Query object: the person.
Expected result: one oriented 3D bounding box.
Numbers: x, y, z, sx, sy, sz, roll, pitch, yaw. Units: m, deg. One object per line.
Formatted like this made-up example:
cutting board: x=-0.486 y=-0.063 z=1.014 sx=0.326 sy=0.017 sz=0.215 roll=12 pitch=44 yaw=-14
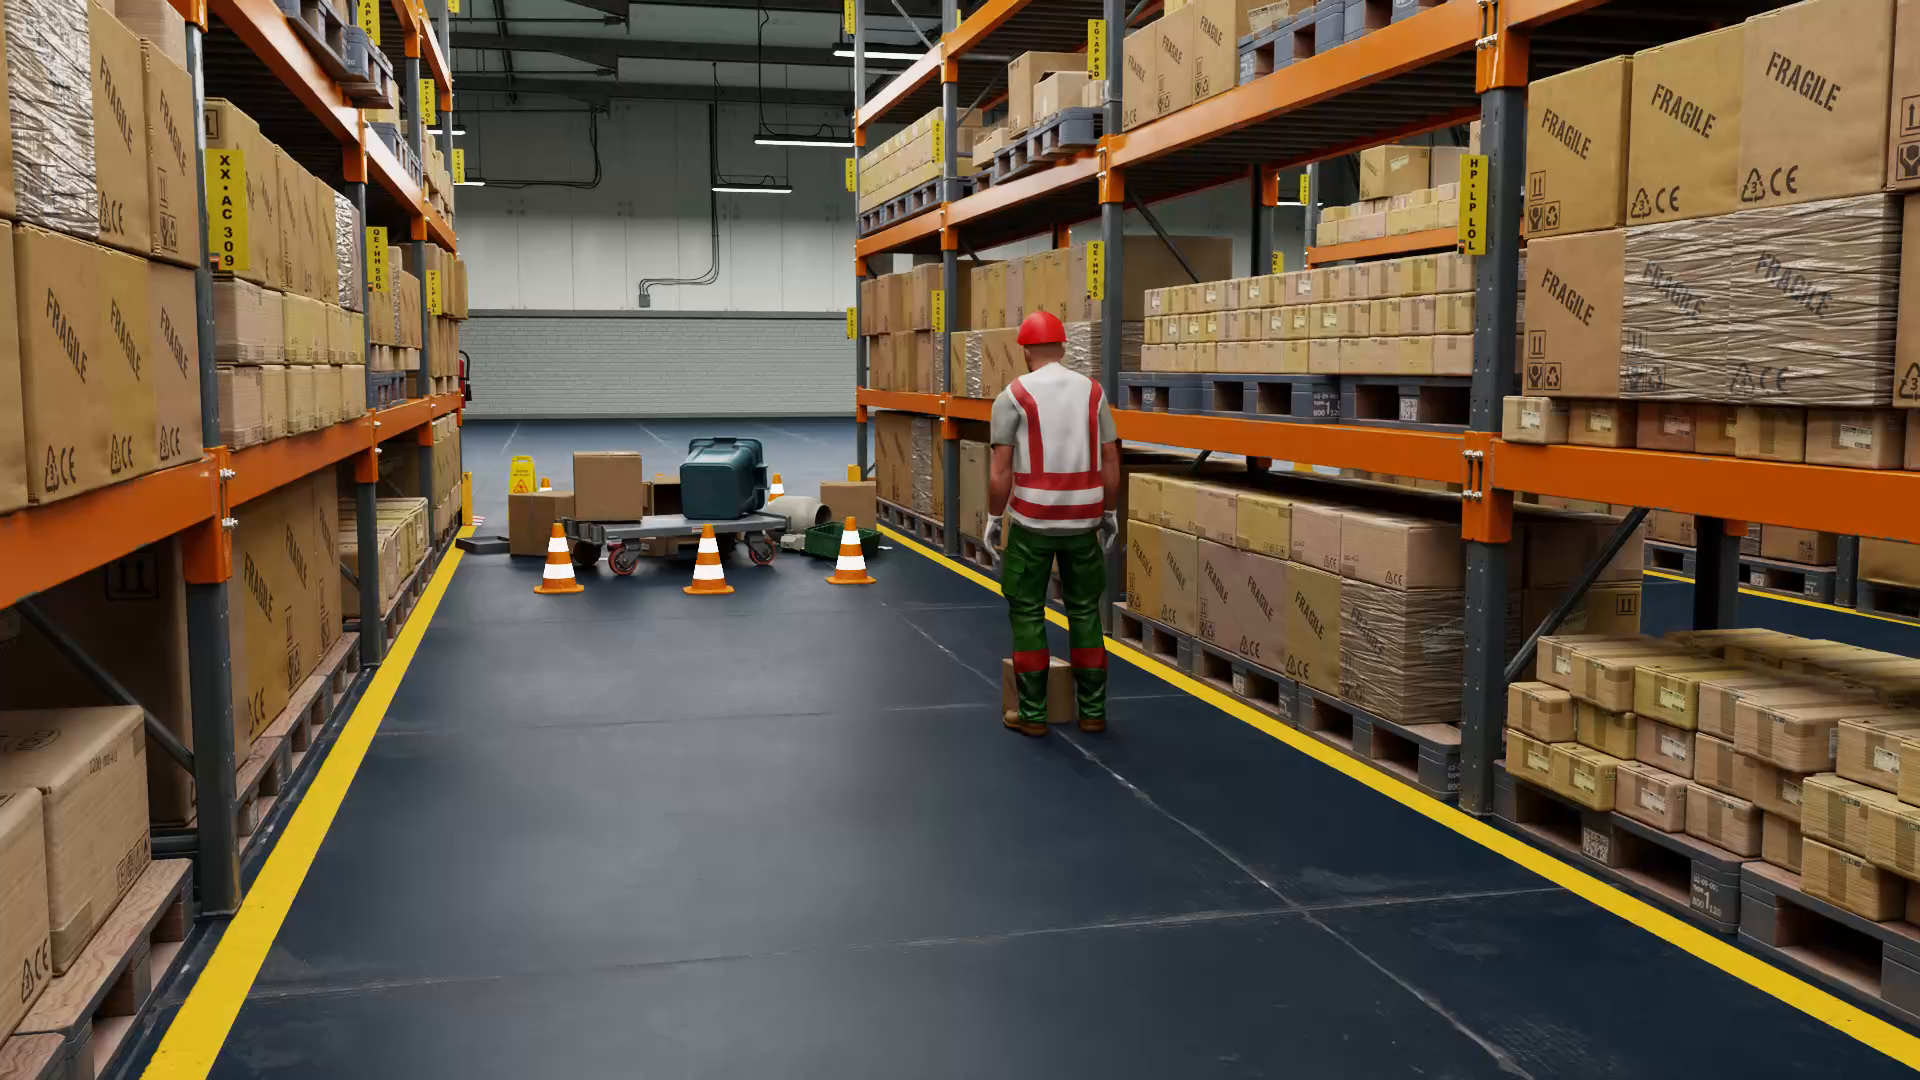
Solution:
person: x=0.387 y=-0.072 z=7.016 sx=0.608 sy=1.777 sz=0.453 roll=-2 pitch=6 yaw=-16
